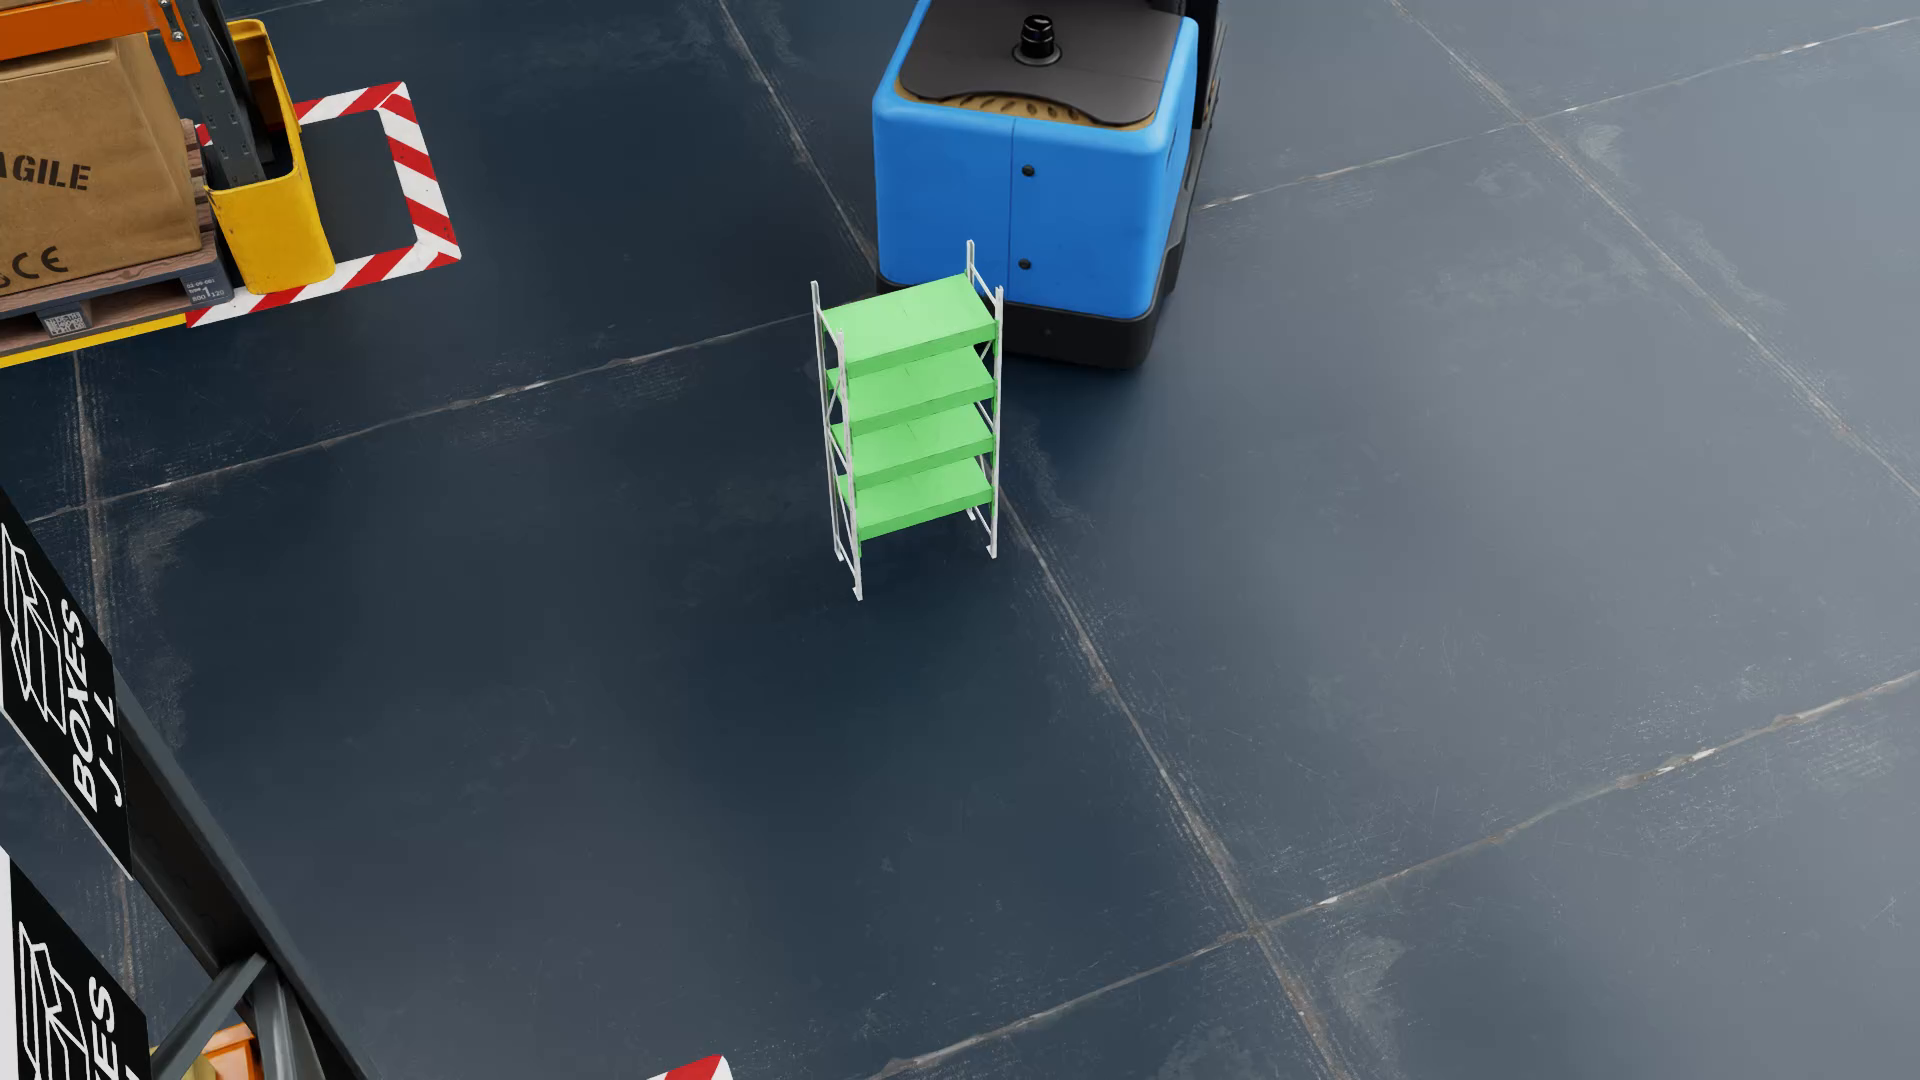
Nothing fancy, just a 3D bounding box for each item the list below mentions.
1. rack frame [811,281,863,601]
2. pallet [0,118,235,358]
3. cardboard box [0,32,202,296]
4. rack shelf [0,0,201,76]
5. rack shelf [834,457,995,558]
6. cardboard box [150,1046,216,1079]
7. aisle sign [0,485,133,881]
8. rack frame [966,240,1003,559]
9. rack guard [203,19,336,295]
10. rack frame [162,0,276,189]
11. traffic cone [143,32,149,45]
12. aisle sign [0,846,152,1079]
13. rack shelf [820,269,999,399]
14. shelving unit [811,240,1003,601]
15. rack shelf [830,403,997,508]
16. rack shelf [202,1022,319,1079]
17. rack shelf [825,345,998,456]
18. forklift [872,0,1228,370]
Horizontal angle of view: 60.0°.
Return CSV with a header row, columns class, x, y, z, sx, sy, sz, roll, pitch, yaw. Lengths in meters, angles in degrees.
class,x,y,z,sx,sy,sz,roll,pitch,yaw
rack frame,-0.379,-0.273,5.194,0.015,1.200,0.240,-17,52,-14
pallet,-3.603,-1.190,6.633,1.213,0.211,1.003,-17,52,-14
cardboard box,-3.495,-1.587,6.259,0.875,0.875,0.875,-17,51,-14
rack shelf,-4.744,-1.575,5.599,4.000,0.370,1.077,-17,52,-14
rack shelf,-0.153,-0.145,5.485,0.480,0.148,0.258,-17,52,-14
cardboard box,-1.464,1.126,2.972,0.250,0.149,0.380,-17,52,-14
aisle sign,-1.166,0.054,2.013,0.004,0.787,0.394,-17,52,-14
rack frame,0.073,-0.413,5.314,0.015,1.200,0.240,-17,52,-14
rack guard,-2.870,-1.575,6.773,0.348,0.500,1.175,-17,52,-14
rack frame,-2.892,-2.383,5.819,0.127,3.000,1.000,-17,52,-14
traffic cone,-3.921,-2.401,7.507,0.334,0.463,0.336,-17,52,-14
aisle sign,-0.940,0.476,1.651,0.004,0.787,0.394,-17,52,-14
rack shelf,-0.153,-0.615,4.938,0.480,0.148,0.258,-17,52,-14
shelving unit,-0.153,-0.343,5.254,0.503,1.200,0.258,-17,52,-14
rack shelf,-0.153,-0.302,5.303,0.480,0.148,0.258,-17,52,-14
rack shelf,-2.962,1.938,2.583,4.000,0.370,1.077,-17,52,-14
rack shelf,-0.153,-0.458,5.120,0.480,0.148,0.258,-17,52,-14
forklift,0.526,-2.736,6.167,1.130,2.935,3.031,10,50,9
